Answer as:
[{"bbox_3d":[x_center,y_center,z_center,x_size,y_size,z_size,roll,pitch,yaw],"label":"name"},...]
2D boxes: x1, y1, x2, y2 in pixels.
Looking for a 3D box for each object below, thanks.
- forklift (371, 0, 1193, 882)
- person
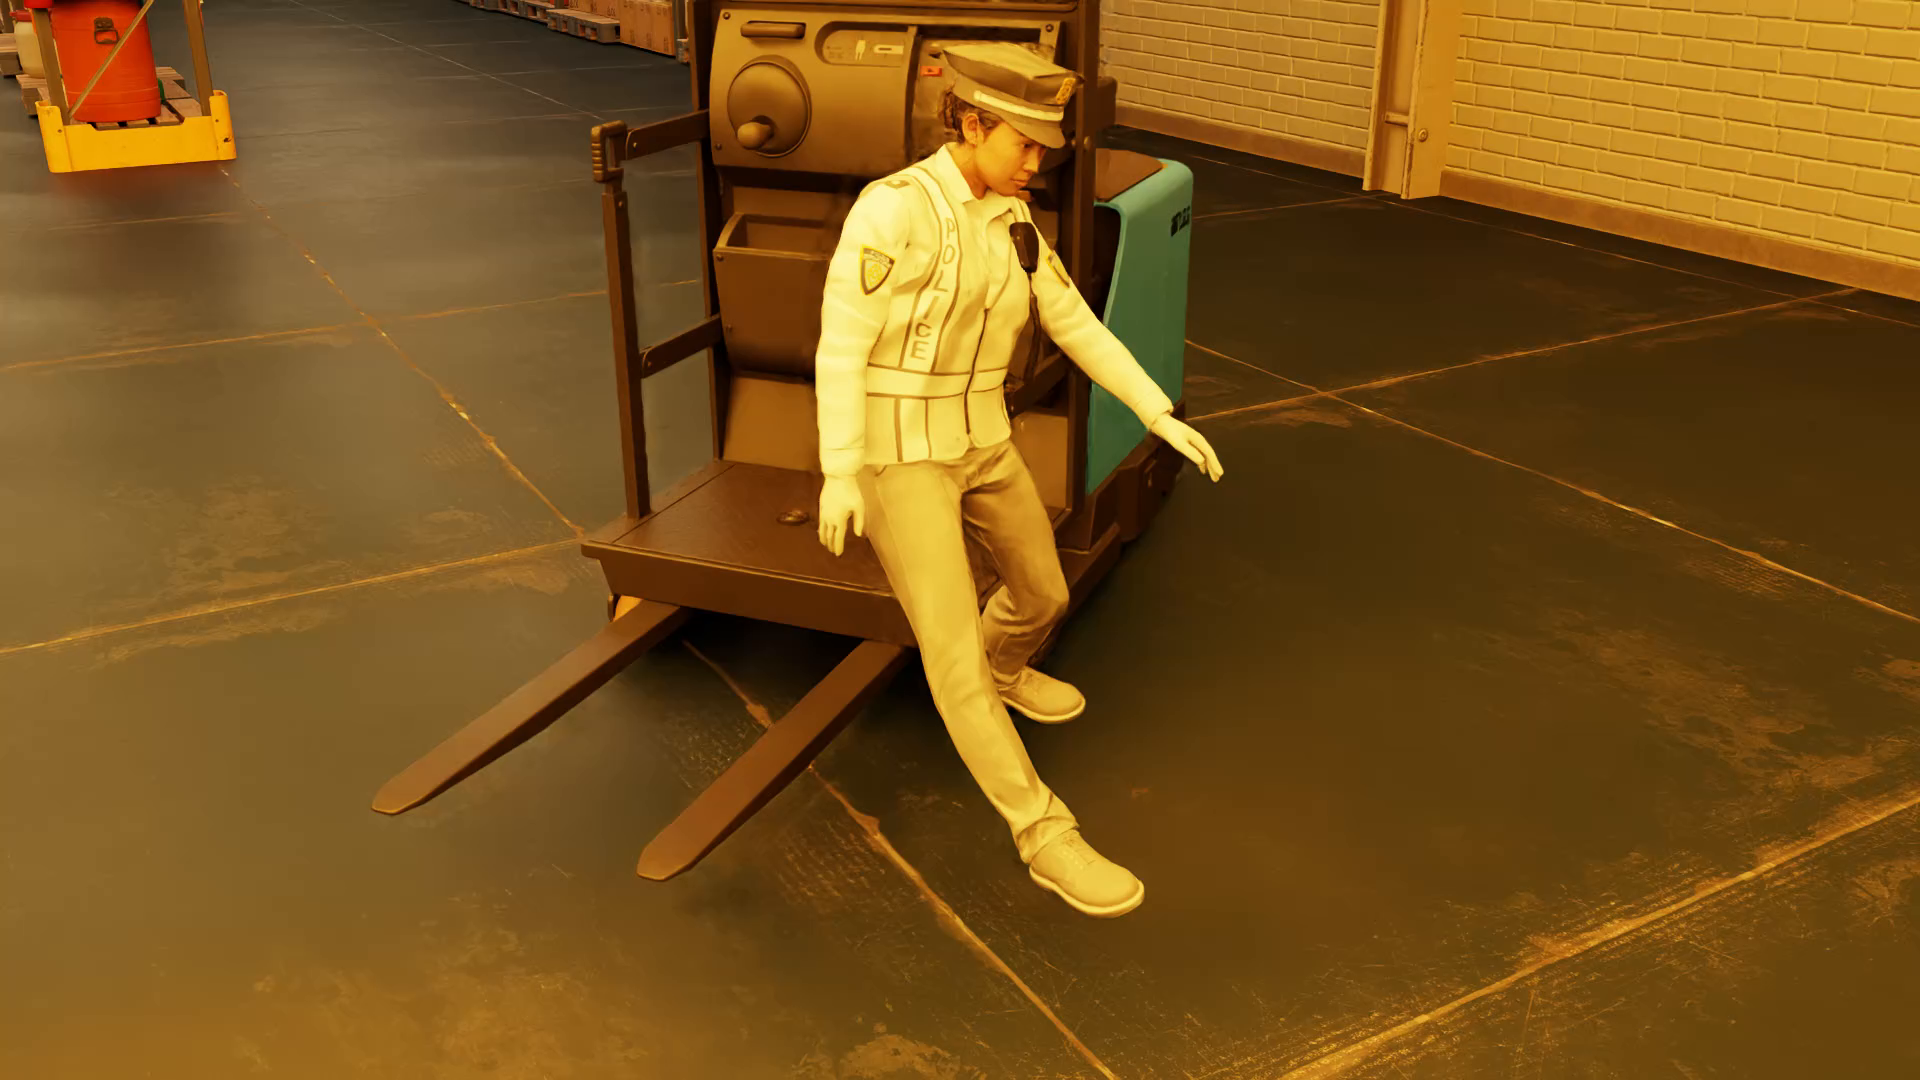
[{"bbox_3d":[-0.280,-1.109,3.975,1.130,2.935,3.031,9,24,20],"label":"forklift"},{"bbox_3d":[0.157,-0.142,3.213,0.900,1.548,0.822,20,30,40],"label":"person"}]
